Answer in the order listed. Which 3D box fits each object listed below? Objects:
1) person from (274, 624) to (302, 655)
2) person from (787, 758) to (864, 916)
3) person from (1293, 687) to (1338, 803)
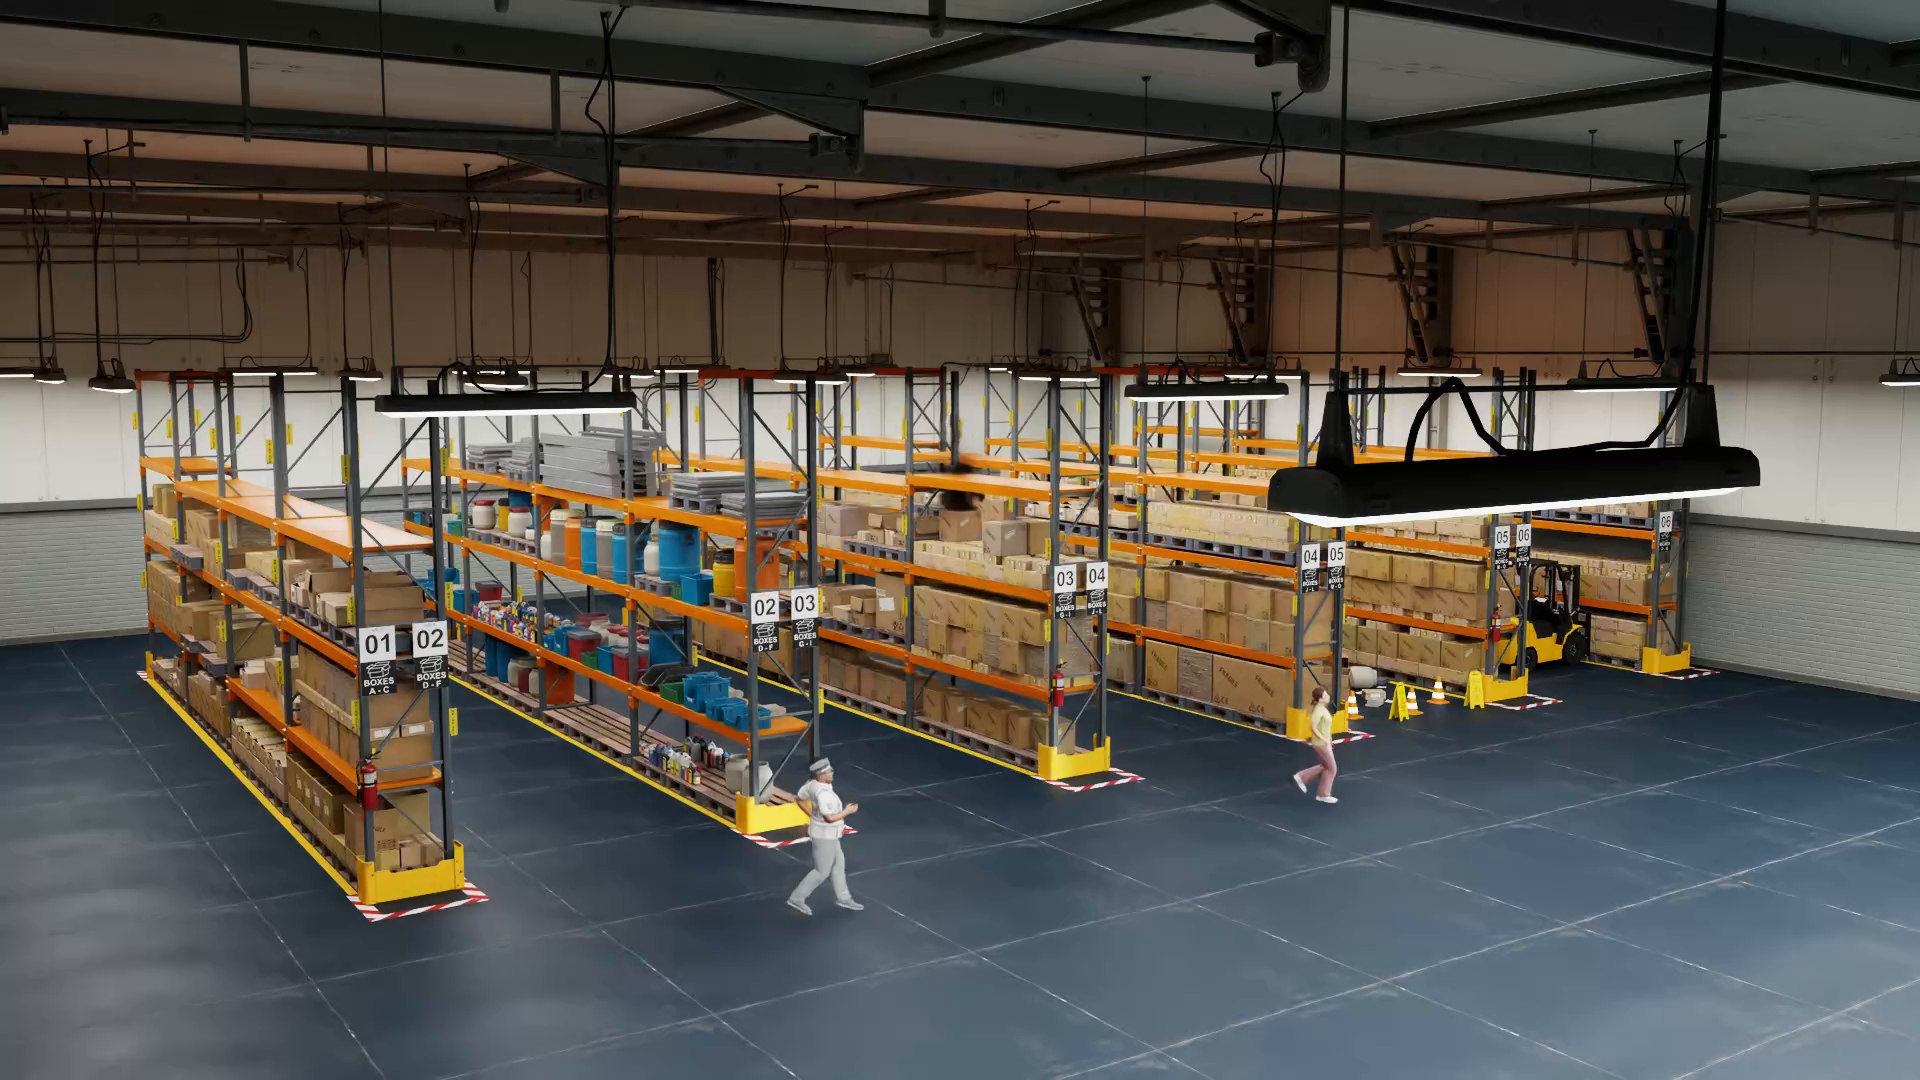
[{"bbox_3d":[-12.975,1.861,32.319,0.861,1.654,0.619,6,9,43],"label":"person"},{"bbox_3d":[-1.512,3.329,18.637,0.898,1.805,0.653,-2,7,-14],"label":"person"},{"bbox_3d":[5.029,2.898,23.462,0.627,1.618,0.576,1,7,9],"label":"person"}]
